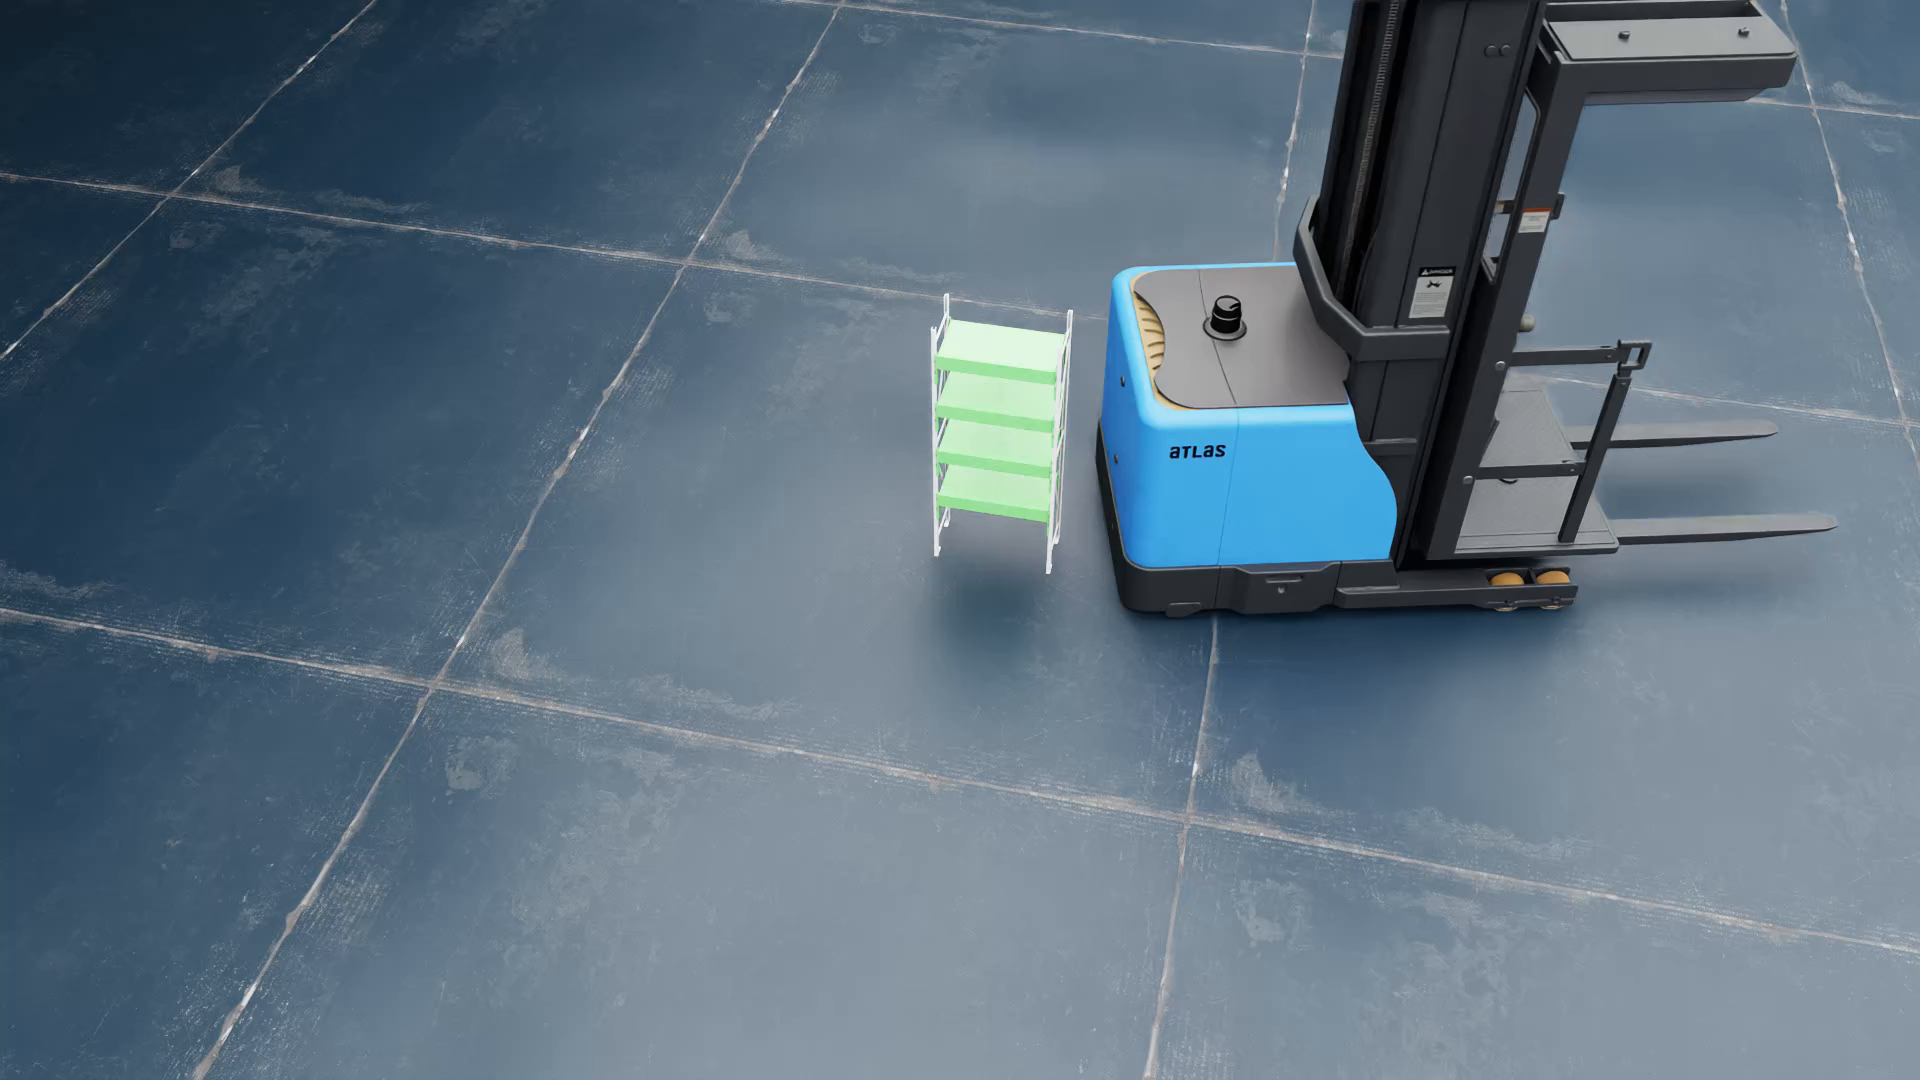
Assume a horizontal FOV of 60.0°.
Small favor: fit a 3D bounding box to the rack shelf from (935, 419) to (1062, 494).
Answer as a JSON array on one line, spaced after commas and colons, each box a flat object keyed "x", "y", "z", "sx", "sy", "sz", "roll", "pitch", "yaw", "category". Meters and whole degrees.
[{"x": 0.162, "y": -0.361, "z": 6.812, "sx": 0.480, "sy": 0.148, "sz": 0.258, "roll": 9, "pitch": 45, "yaw": 9, "category": "rack shelf"}]

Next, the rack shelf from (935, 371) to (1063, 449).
[{"x": 0.162, "y": -0.534, "z": 6.646, "sx": 0.480, "sy": 0.148, "sz": 0.258, "roll": 9, "pitch": 45, "yaw": 9, "category": "rack shelf"}]

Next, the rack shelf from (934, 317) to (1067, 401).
[{"x": 0.162, "y": -0.707, "z": 6.479, "sx": 0.480, "sy": 0.148, "sz": 0.258, "roll": 9, "pitch": 45, "yaw": 9, "category": "rack shelf"}]

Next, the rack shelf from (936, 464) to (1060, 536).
[{"x": 0.162, "y": -0.188, "z": 6.979, "sx": 0.480, "sy": 0.148, "sz": 0.258, "roll": 9, "pitch": 45, "yaw": 9, "category": "rack shelf"}]

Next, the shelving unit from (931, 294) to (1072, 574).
[{"x": 0.162, "y": -0.407, "z": 6.768, "sx": 0.503, "sy": 1.200, "sz": 0.258, "roll": 9, "pitch": 45, "yaw": 9, "category": "shelving unit"}]

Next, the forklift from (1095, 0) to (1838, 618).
[{"x": 2.145, "y": -1.127, "z": 6.268, "sx": 3.031, "sy": 2.935, "sz": 1.130, "roll": -2, "pitch": 44, "yaw": -2, "category": "forklift"}]

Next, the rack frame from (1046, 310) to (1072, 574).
[{"x": 0.400, "y": -0.370, "z": 6.730, "sx": 0.015, "sy": 1.200, "sz": 0.240, "roll": 9, "pitch": 45, "yaw": 9, "category": "rack frame"}]

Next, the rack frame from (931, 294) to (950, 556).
[{"x": -0.077, "y": -0.444, "z": 6.806, "sx": 0.015, "sy": 1.200, "sz": 0.240, "roll": 9, "pitch": 45, "yaw": 9, "category": "rack frame"}]
